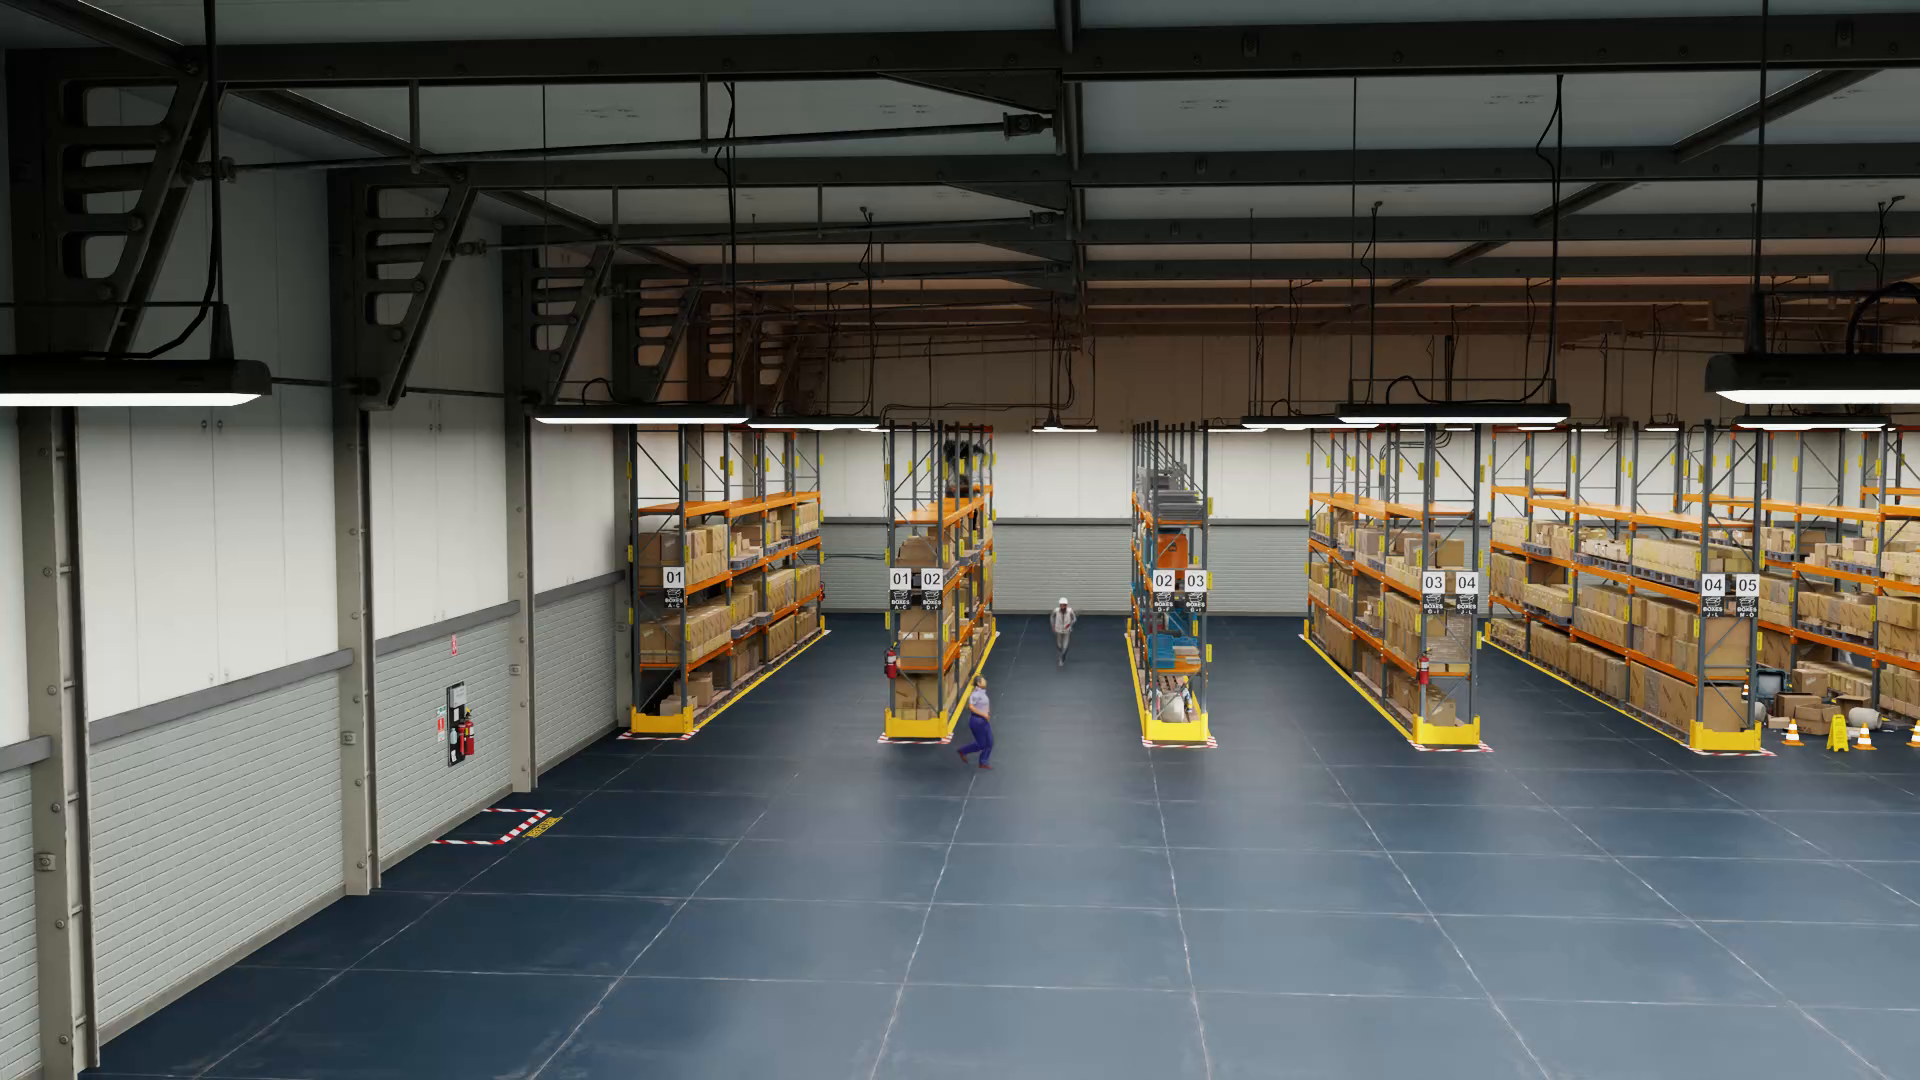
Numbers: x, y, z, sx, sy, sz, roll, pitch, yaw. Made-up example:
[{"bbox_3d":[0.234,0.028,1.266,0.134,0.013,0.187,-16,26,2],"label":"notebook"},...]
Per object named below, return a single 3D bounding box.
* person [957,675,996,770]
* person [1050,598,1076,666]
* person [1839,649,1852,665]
[{"bbox_3d":[0.279,3.127,28.445,0.666,1.635,0.602,1,4,15],"label":"person"},{"bbox_3d":[2.565,2.278,41.313,0.650,1.705,0.740,0,4,2],"label":"person"},{"bbox_3d":[21.198,2.329,40.135,0.598,1.669,0.933,0,4,-1],"label":"person"}]
